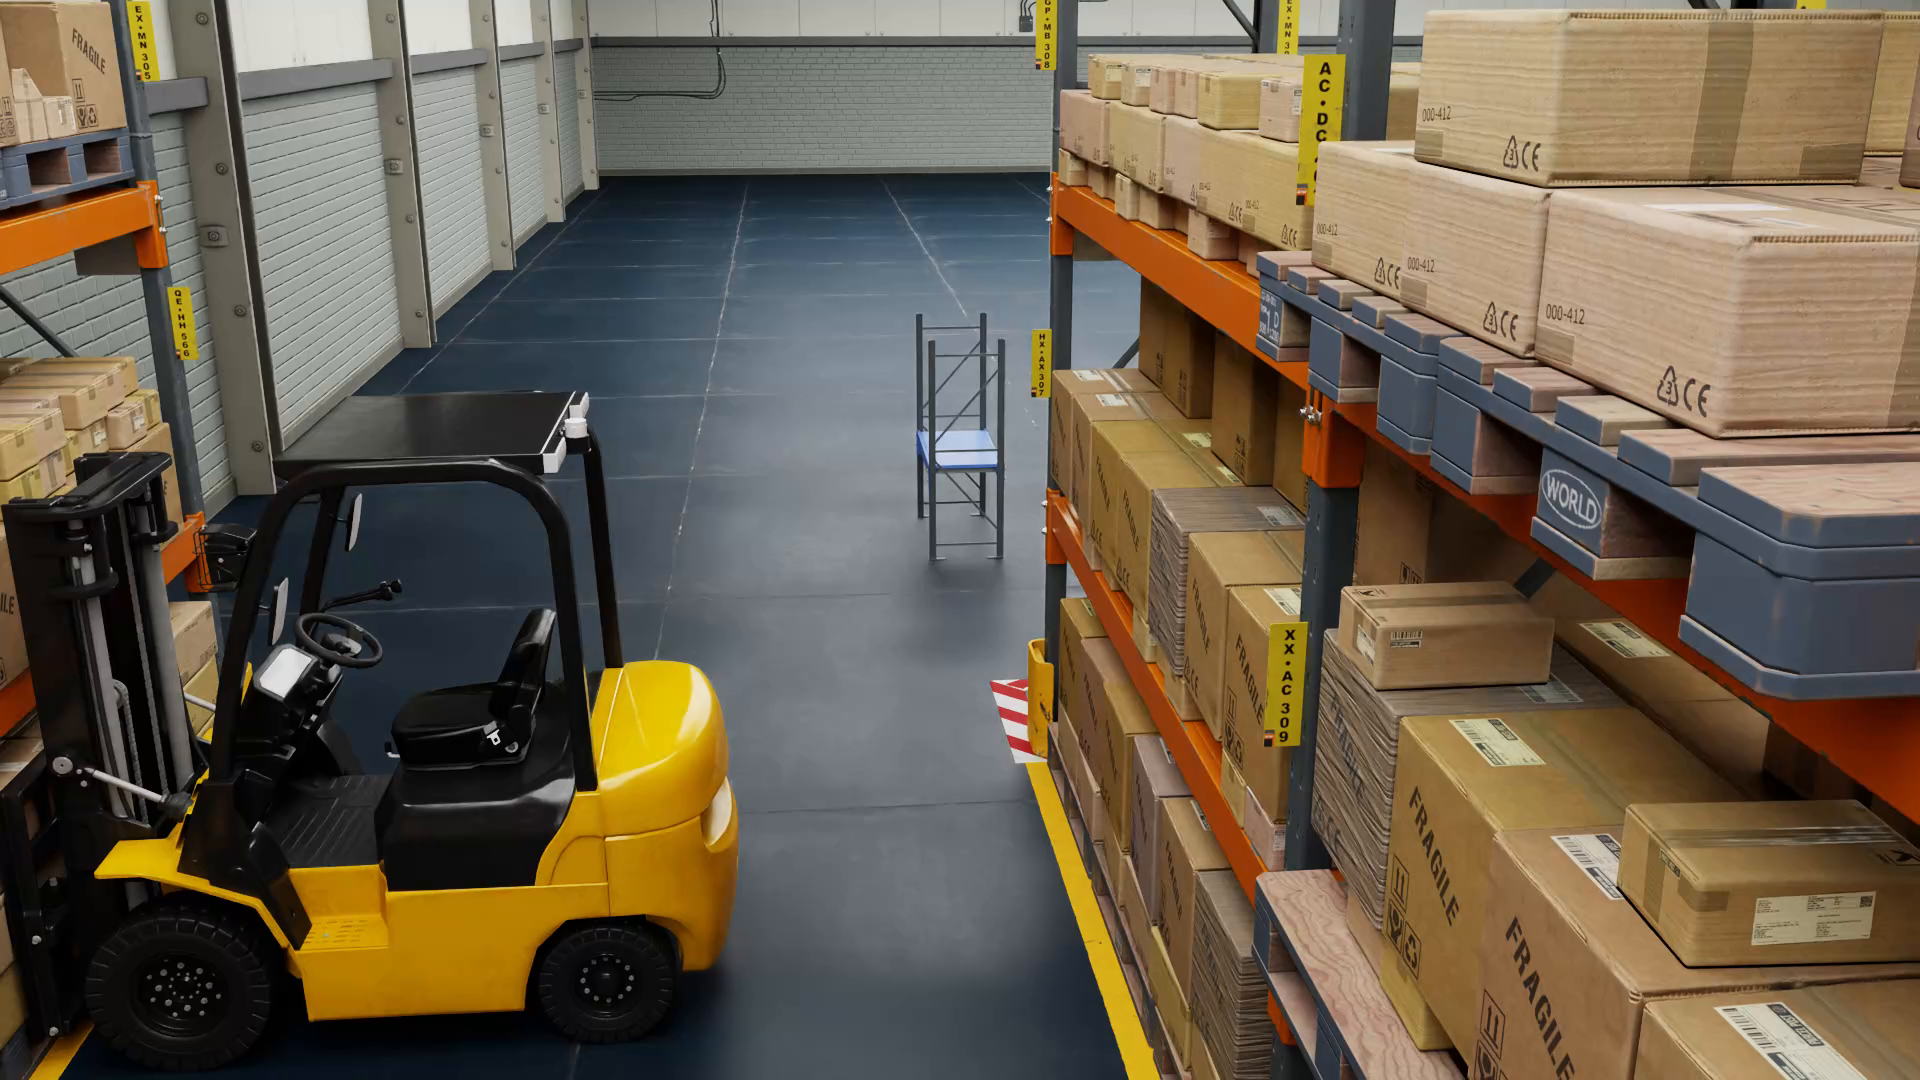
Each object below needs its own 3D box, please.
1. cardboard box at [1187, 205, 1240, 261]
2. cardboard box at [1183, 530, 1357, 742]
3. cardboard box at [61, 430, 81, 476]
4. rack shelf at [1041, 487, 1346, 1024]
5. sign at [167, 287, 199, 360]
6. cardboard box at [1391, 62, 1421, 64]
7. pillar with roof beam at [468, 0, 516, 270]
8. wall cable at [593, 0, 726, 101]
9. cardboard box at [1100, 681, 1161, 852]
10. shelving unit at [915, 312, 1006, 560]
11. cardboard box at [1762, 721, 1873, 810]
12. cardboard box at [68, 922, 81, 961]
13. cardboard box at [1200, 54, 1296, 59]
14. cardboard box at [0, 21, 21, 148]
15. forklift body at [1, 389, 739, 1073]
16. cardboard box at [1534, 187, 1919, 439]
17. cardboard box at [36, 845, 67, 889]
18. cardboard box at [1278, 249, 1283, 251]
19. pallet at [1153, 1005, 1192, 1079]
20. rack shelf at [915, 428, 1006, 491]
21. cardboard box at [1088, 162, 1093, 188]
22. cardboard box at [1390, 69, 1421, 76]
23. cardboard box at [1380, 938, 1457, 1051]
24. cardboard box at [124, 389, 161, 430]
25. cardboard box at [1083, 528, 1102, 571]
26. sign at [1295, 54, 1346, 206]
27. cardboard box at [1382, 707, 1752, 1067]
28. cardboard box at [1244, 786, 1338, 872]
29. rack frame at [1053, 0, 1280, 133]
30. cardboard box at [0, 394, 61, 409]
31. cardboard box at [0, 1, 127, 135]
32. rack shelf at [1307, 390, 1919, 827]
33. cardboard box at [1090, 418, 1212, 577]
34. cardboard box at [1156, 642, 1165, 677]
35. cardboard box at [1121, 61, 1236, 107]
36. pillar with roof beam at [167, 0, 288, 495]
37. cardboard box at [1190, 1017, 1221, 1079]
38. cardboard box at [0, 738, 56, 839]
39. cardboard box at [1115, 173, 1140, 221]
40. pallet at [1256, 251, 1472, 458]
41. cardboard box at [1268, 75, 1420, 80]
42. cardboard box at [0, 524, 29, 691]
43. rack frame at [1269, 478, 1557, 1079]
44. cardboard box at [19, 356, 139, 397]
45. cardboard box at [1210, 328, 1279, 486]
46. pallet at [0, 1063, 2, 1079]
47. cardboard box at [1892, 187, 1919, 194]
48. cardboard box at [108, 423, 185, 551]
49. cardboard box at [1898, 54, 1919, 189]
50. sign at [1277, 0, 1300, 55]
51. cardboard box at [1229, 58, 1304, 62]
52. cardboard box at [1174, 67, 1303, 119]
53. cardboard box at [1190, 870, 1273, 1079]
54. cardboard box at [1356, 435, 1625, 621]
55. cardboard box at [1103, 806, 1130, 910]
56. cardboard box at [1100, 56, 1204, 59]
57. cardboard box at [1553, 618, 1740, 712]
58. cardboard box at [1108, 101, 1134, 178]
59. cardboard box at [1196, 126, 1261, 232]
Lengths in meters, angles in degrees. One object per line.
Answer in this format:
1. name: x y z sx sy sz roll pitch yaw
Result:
1. cardboard box: 0.914 -0.952 5.114 0.380 0.149 0.250 -1 17 -4
2. cardboard box: 0.989 0.283 5.103 0.500 0.500 0.500 -1 17 -4
3. cardboard box: -3.657 -0.320 6.440 0.380 0.149 0.250 -2 18 -6
4. rack shelf: 1.136 0.498 6.284 1.077 0.370 4.000 -2 18 -6
5. sign: -3.466 -0.965 7.413 0.100 0.325 0.005 -2 18 -6
6. cardboard box: 1.450 -1.585 5.799 0.380 0.149 0.250 -1 17 -4
7. pillar with roof beam: -2.407 -8.409 23.439 9.100 9.000 0.400 -2 18 -6
8. wall cable: -6.915 -11.289 37.795 3.097 2.526 0.112 -2 18 -6
9. cardboard box: 0.842 0.874 6.523 0.500 0.500 0.500 -1 17 -5
10. shelving unit: -0.009 -0.741 11.533 0.538 1.500 1.048 -2 18 -6
11. cardboard box: 1.698 0.387 2.990 0.380 0.149 0.250 -2 18 -7
12. cardboard box: -3.484 1.407 6.077 0.500 0.250 0.500 -1 17 -4
13. cardboard box: 1.258 -2.041 7.251 0.380 0.149 0.250 -2 18 -5
14. cardboard box: -3.713 -1.581 5.662 0.700 0.500 0.500 -2 18 -5
15. forklift body: -1.997 0.627 6.089 2.313 2.155 1.214 -2 18 -6
16. cardboard box: 1.131 -0.322 2.237 0.500 0.250 0.500 -2 18 -6
17. cardboard box: -3.483 1.174 5.985 0.500 0.250 0.500 -2 18 -6
18. cardboard box: 1.005 -0.645 4.136 0.380 0.149 0.250 -2 18 -5
19. pallet: 1.237 1.882 5.329 1.003 0.211 1.213 -2 18 -6
20. rack shelf: -0.009 -0.569 11.587 0.538 0.185 1.000 -2 18 -6
21. cardboard box: 0.757 -1.568 7.075 0.380 0.149 0.250 -2 18 -7
22. cardboard box: 1.484 -1.352 5.056 0.380 0.149 0.250 -2 18 -7
23. cardboard box: 1.102 0.919 3.459 0.380 0.149 0.250 -1 17 -5
24. cardboard box: -3.693 -0.549 7.168 0.380 0.149 0.250 -2 17 -5
25. cardboard box: 0.726 0.020 7.025 0.380 0.149 0.250 -2 17 -5
26. sign: 0.803 -0.908 3.690 0.100 0.325 0.005 -2 18 -6
27. cardboard box: 1.157 0.659 3.207 0.500 0.500 0.500 -2 18 -5
28. cardboard box: 1.006 0.784 4.591 0.380 0.149 0.250 -2 18 -6
29. rack frame: 0.929 -3.303 7.175 1.000 3.000 0.127 -2 18 -6
30. cardboard box: -3.699 -0.459 6.386 0.380 0.149 0.250 -2 18 -5
31. cardboard box: -3.719 -1.889 6.644 0.500 0.500 0.500 -1 17 -4
32. rack shelf: 1.548 0.259 2.038 1.077 0.370 4.000 -2 18 -6
33. cardboard box: 0.813 -0.175 6.563 0.500 0.500 0.500 -2 18 -7
34. cardboard box: 0.901 0.405 5.800 0.380 0.149 0.250 -2 18 -7
35. cardboard box: 0.788 -1.641 5.977 0.380 0.149 0.250 -1 17 -4
36. pillar with roof beam: -1.169 -4.834 12.051 9.100 9.000 0.400 -2 18 -6
37. cardboard box: 1.014 1.694 5.161 0.500 0.250 0.500 -1 17 -3
38. cardboard box: -3.485 0.929 5.931 0.500 0.250 0.500 -2 18 -7
39. cardboard box: 0.778 -1.259 6.090 0.380 0.149 0.250 -2 17 -5
40. pallet: 1.300 -0.404 3.260 1.213 0.211 1.003 -2 18 -6
41. cardboard box: 1.051 -1.184 4.521 0.380 0.149 0.250 -1 17 -4
42. cardboard box: -3.535 0.261 5.670 0.500 0.500 0.500 -2 18 -5
43. rack frame: 1.342 0.751 4.278 1.000 3.000 0.127 -2 18 -6
44. cardboard box: -3.761 -0.685 7.106 0.380 0.149 0.250 -2 18 -5
45. cardboard box: 1.312 -0.509 5.959 0.700 0.500 0.500 -2 18 -6
46. pallet: -3.635 1.997 4.962 1.003 0.211 1.213 -2 18 -6
47. cardboard box: 1.645 -0.337 2.283 0.500 0.250 0.500 -2 17 -5
48. cardboard box: -3.696 -0.196 7.126 0.500 0.500 0.500 -2 18 -7
49. cardboard box: 1.656 -0.576 2.210 0.500 0.250 0.500 -1 17 -5
50. sign: 1.483 -2.306 7.528 0.100 0.325 0.005 -2 18 -6
51. cardboard box: 1.266 -1.810 6.516 0.380 0.149 0.250 -2 18 -5
52. cardboard box: 0.891 -1.413 5.251 0.380 0.149 0.250 -2 17 -5
53. cardboard box: 1.014 1.337 5.050 0.500 0.500 0.500 -2 18 -6
54. cardboard box: 1.512 -0.054 4.507 0.700 0.500 0.500 -2 18 -6
55. cardboard box: 0.851 1.234 6.628 0.500 0.250 0.500 -1 17 -2
56. cardboard box: 0.769 -1.870 6.705 0.380 0.149 0.250 -2 18 -6
57. cardboard box: 1.618 0.491 3.740 0.500 0.500 0.500 -2 18 -7
58. cardboard box: 0.836 -1.481 6.132 0.500 0.250 0.500 -1 17 -4
59. cardboard box: 0.976 -1.024 4.678 0.500 0.250 0.500 -2 18 -7
